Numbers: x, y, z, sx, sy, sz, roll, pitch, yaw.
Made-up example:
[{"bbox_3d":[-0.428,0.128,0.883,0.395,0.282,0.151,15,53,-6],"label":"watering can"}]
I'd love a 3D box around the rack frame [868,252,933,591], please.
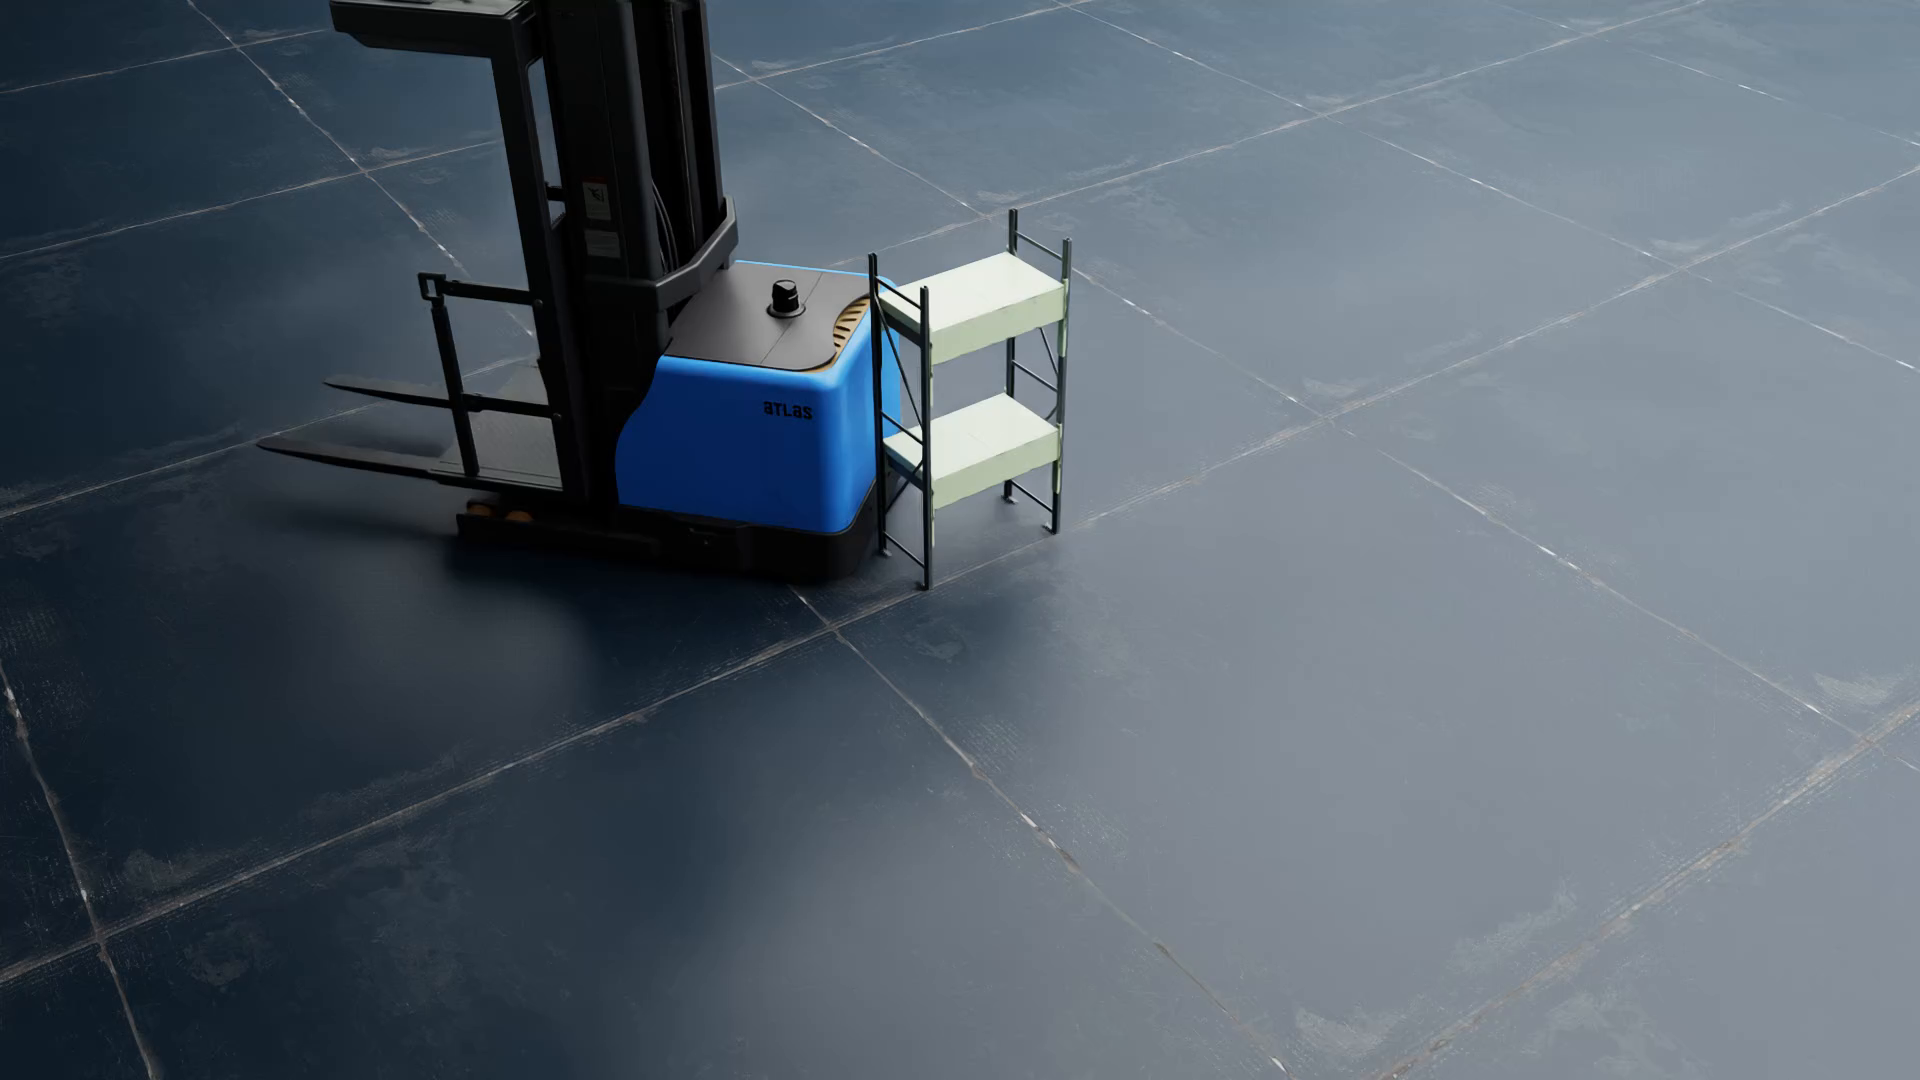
[{"bbox_3d":[-0.249,-0.477,7.128,0.023,1.500,0.400,-23,42,-29],"label":"rack frame"}]

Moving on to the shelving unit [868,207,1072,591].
[{"bbox_3d":[0.045,-0.604,7.305,0.755,1.500,0.431,-23,42,-29],"label":"shelving unit"}]

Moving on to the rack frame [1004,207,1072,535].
[{"bbox_3d":[0.340,-0.731,7.481,0.023,1.500,0.400,-23,42,-29],"label":"rack frame"}]

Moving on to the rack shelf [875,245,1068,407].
[{"bbox_3d":[0.045,-0.920,7.077,0.720,0.370,0.431,-23,42,-29],"label":"rack shelf"}]

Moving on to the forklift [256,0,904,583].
[{"bbox_3d":[-1.844,-1.450,7.256,3.031,2.935,1.130,8,36,11],"label":"forklift"}]

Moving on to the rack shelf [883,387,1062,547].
[{"bbox_3d":[0.045,-0.339,7.495,0.720,0.370,0.431,-23,42,-29],"label":"rack shelf"}]
